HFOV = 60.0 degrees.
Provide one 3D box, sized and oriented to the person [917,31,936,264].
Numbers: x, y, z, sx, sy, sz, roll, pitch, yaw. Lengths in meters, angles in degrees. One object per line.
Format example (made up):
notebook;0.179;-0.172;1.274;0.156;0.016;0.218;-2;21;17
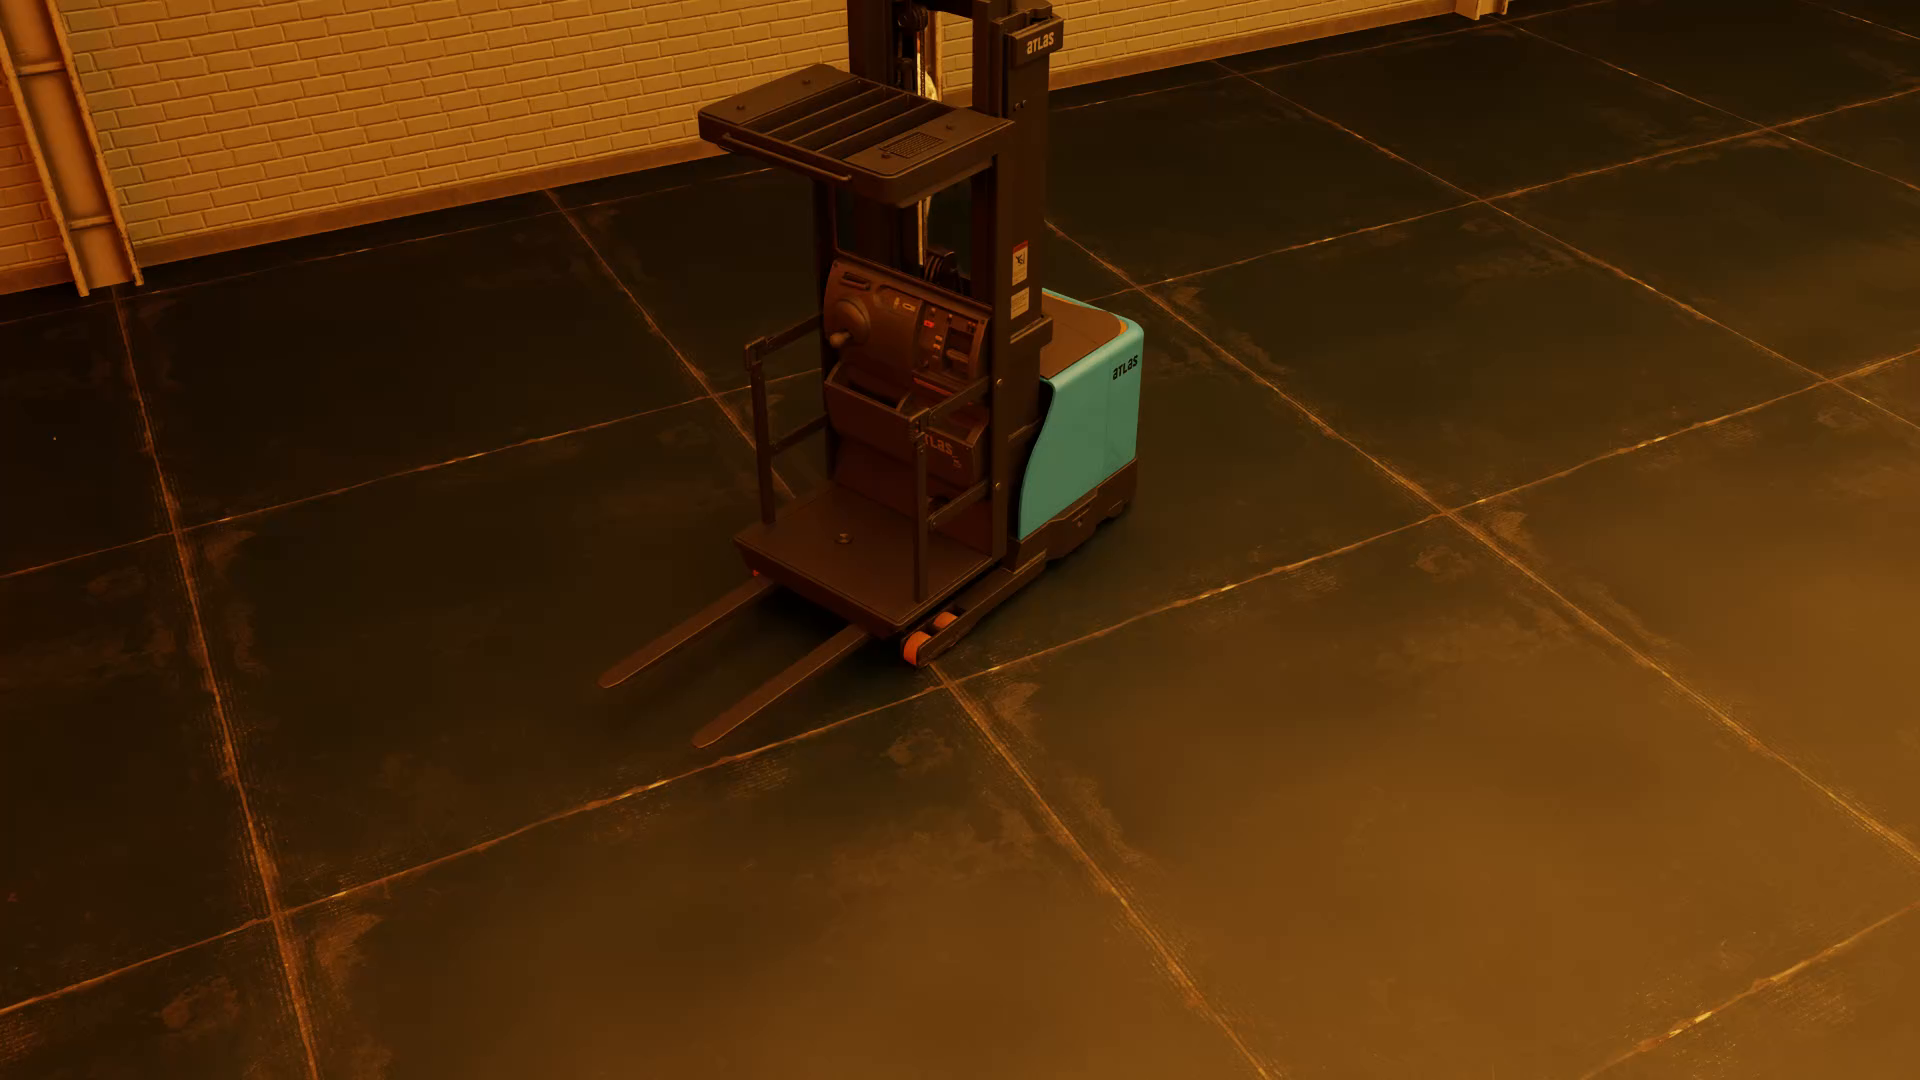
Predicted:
person;-0.330;-2.552;10.739;0.410;1.776;0.526;-9;36;-13

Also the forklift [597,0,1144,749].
forklift;-0.390;-0.927;7.434;1.130;2.935;3.031;26;43;31
